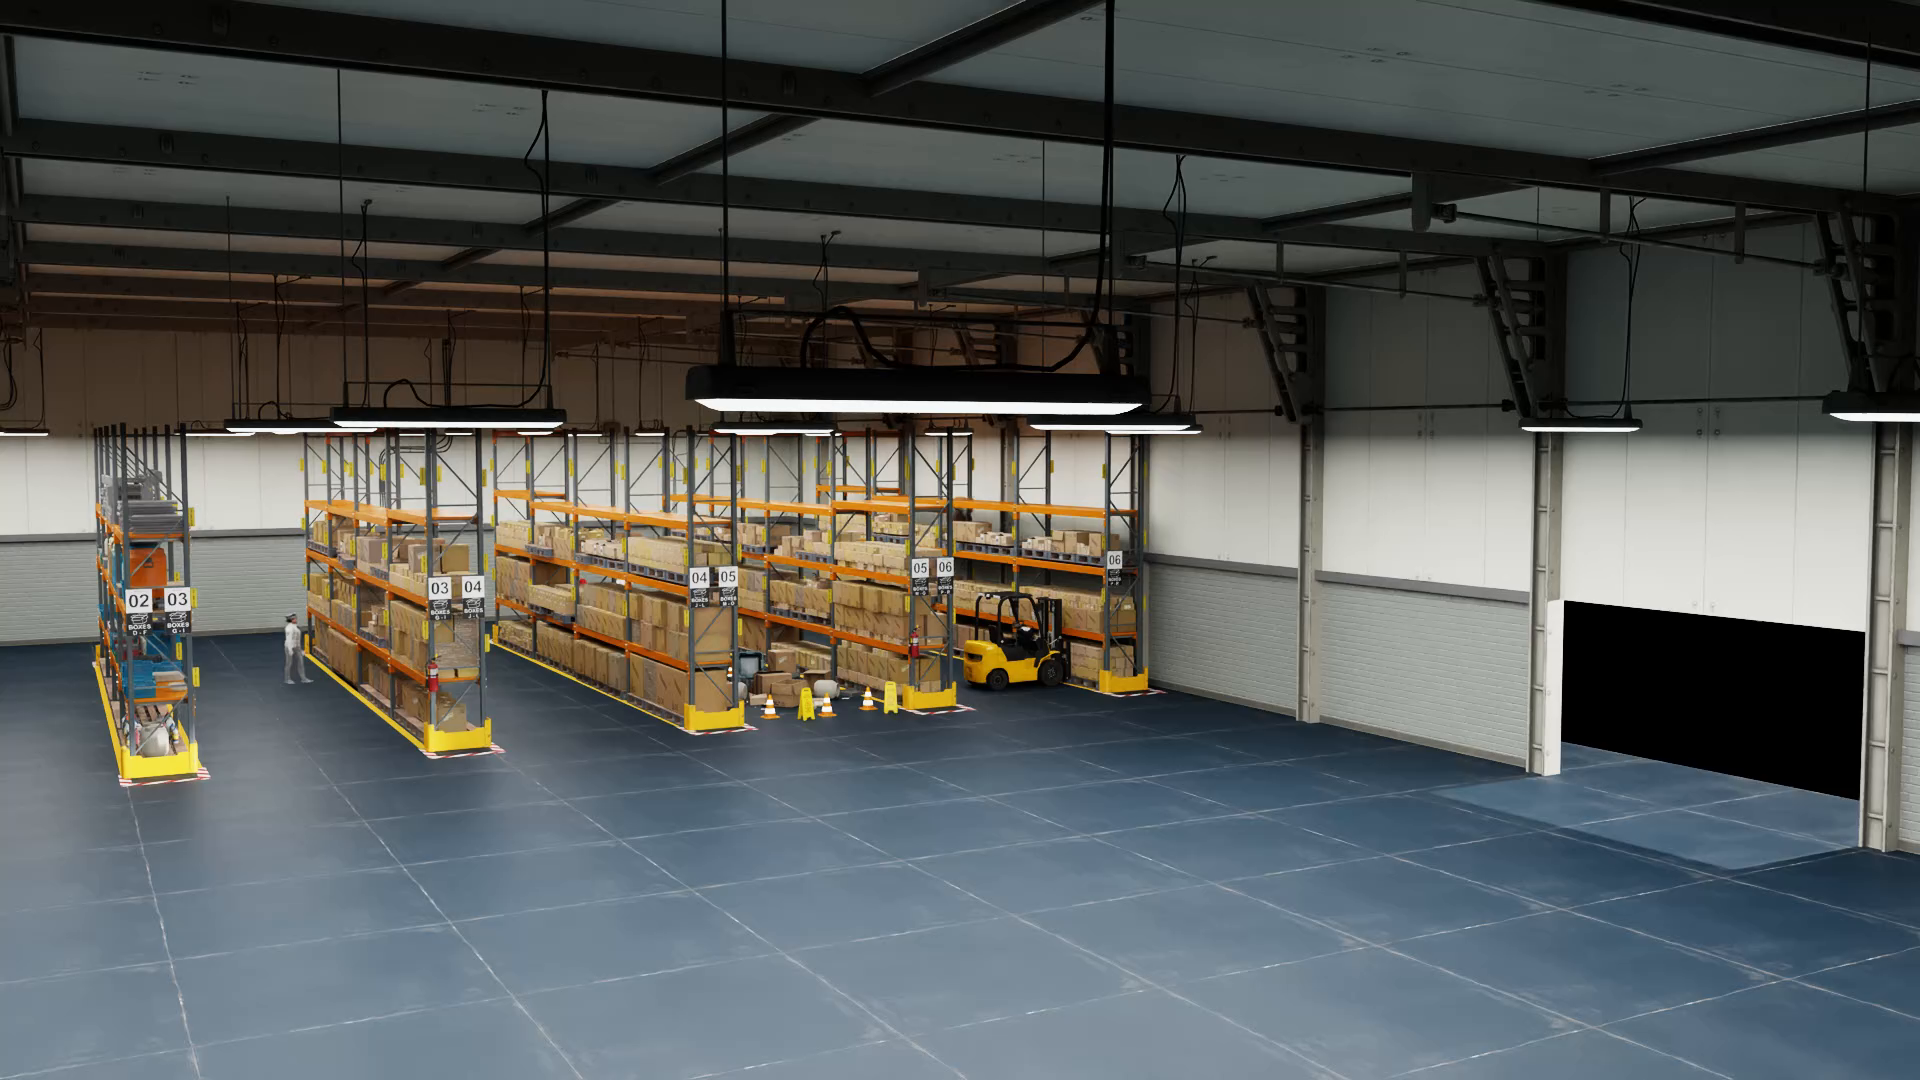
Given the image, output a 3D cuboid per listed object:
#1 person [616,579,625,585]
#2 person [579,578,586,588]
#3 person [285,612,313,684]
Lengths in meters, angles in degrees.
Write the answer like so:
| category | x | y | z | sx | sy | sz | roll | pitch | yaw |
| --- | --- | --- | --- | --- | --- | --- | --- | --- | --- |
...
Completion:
| category | x | y | z | sx | sy | sz | roll | pitch | yaw |
| --- | --- | --- | --- | --- | --- | --- | --- | --- | --- |
| person | -10.489 | 1.790 | 51.908 | 0.587 | 1.719 | 0.506 | -1 | 4 | -20 |
| person | -10.747 | 1.975 | 47.103 | 0.611 | 1.782 | 0.401 | 3 | 4 | 37 |
| person | -15.547 | 2.530 | 38.890 | 0.605 | 1.669 | 0.516 | 1 | 4 | 20 |
